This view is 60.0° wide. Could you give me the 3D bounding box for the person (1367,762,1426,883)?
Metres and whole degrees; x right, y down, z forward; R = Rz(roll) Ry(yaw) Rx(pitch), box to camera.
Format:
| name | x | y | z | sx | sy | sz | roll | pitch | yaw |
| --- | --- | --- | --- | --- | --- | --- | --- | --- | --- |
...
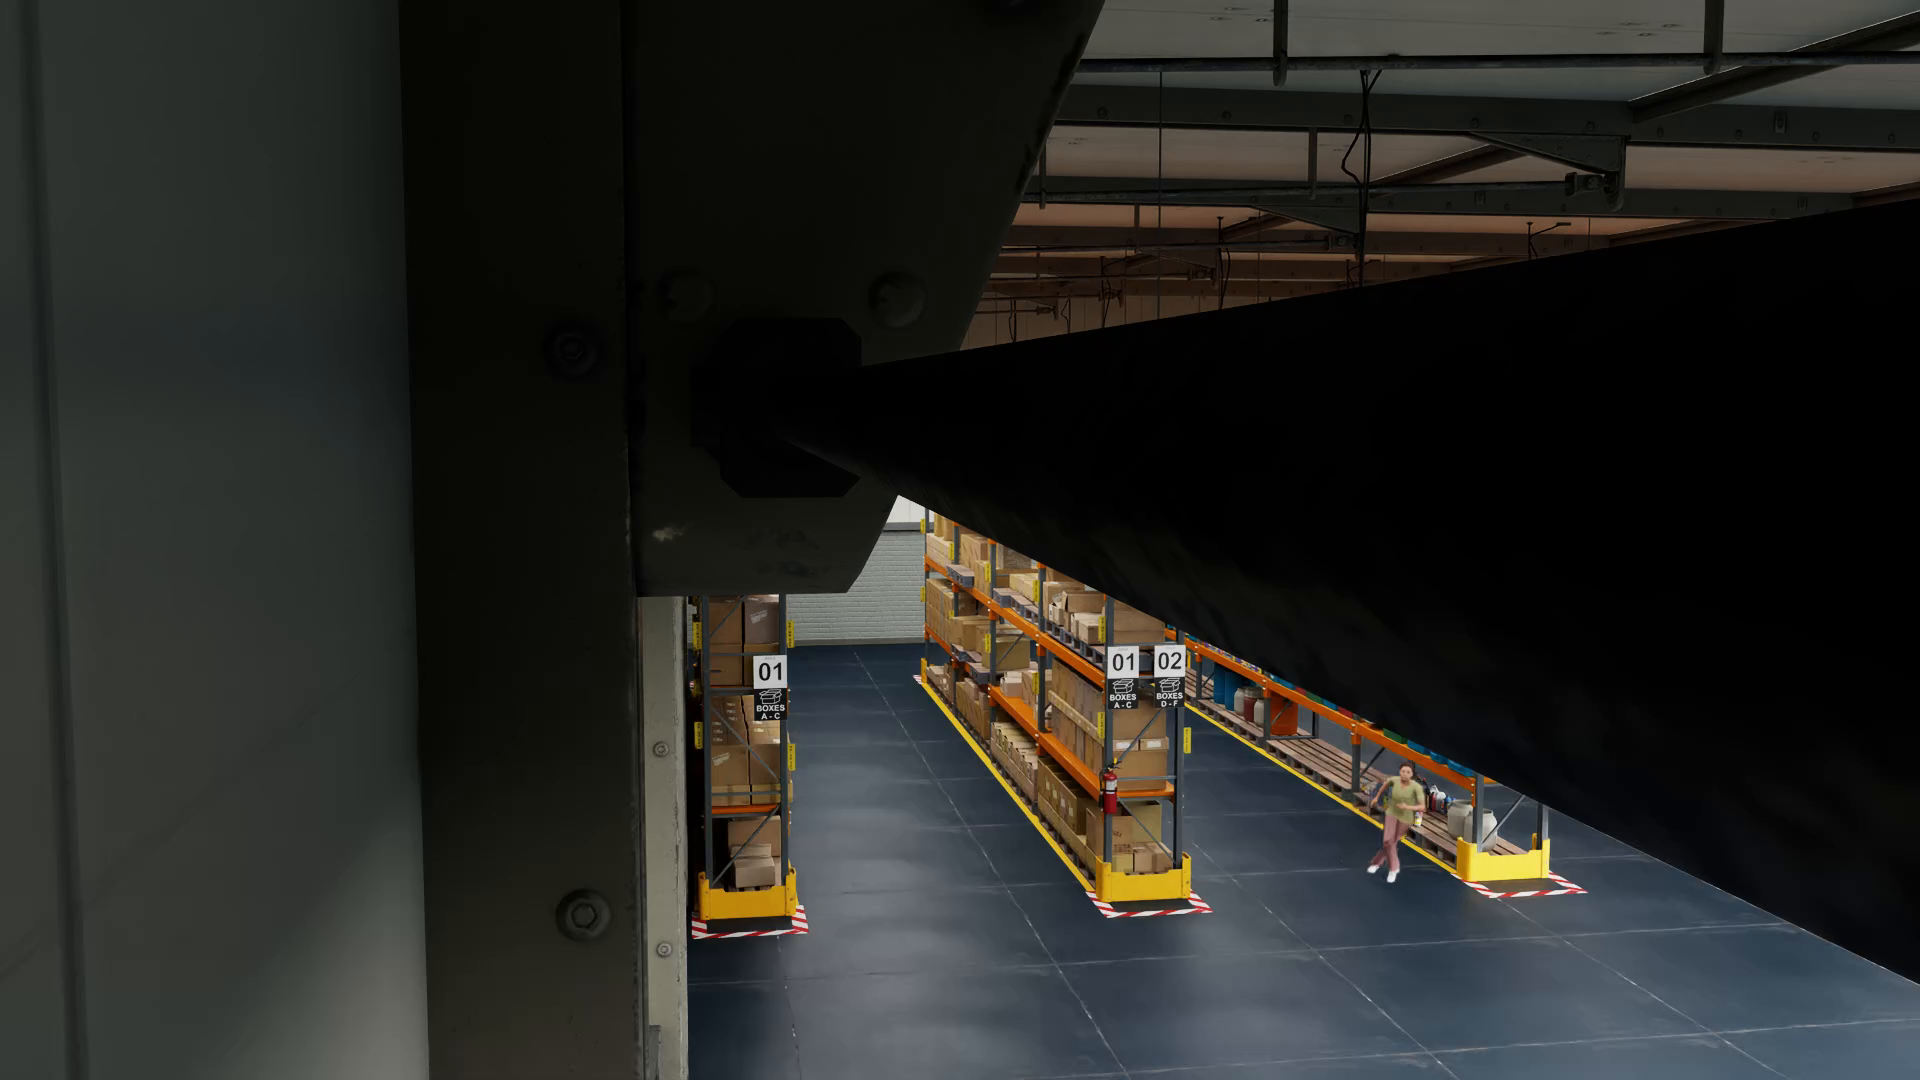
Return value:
| name | x | y | z | sx | sy | sz | roll | pitch | yaw |
| --- | --- | --- | --- | --- | --- | --- | --- | --- | --- |
| person | 5.677 | 3.622 | 21.624 | 0.727 | 1.567 | 0.671 | 2 | 5 | 17 |
